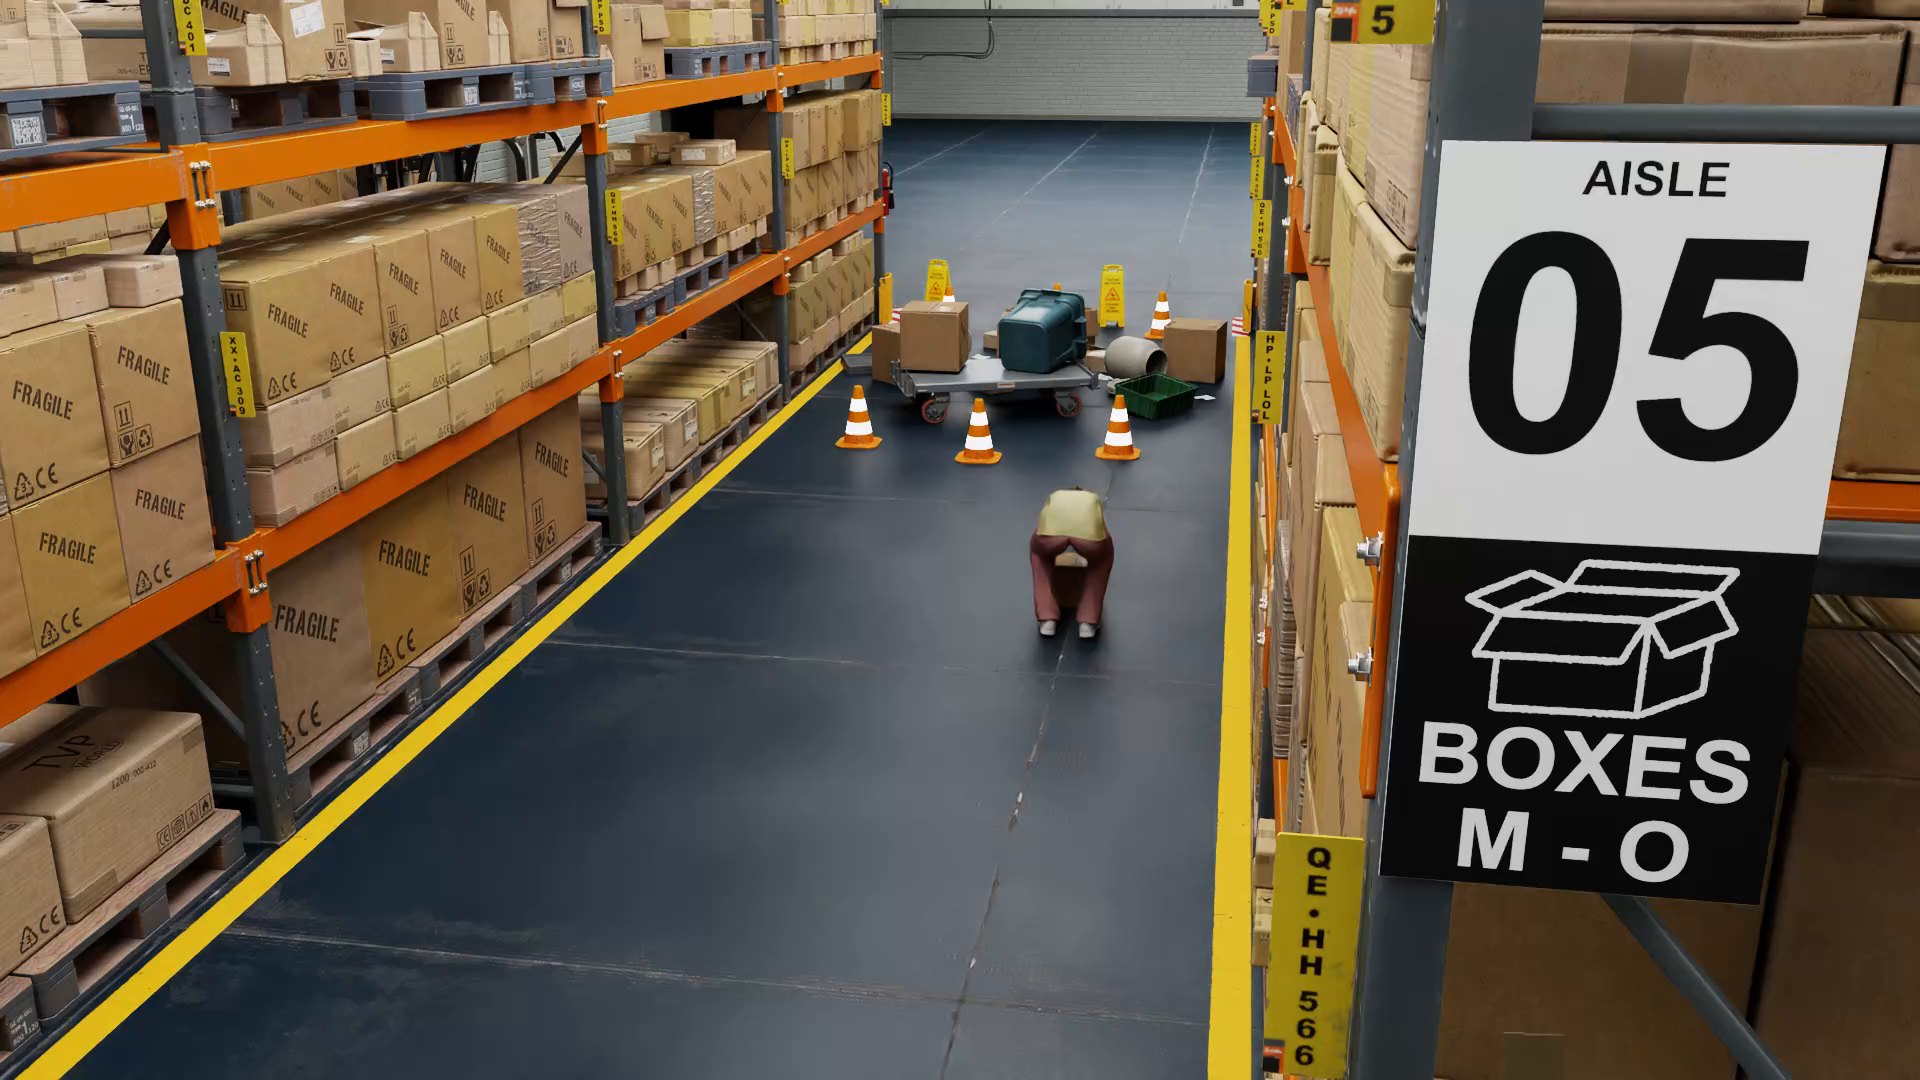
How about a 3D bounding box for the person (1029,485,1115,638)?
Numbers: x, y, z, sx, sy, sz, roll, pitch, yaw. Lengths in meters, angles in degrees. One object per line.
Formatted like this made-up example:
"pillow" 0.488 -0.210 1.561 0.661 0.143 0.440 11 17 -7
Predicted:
"person" 0.621 0.080 9.260 0.475 0.818 0.860 2 18 7
